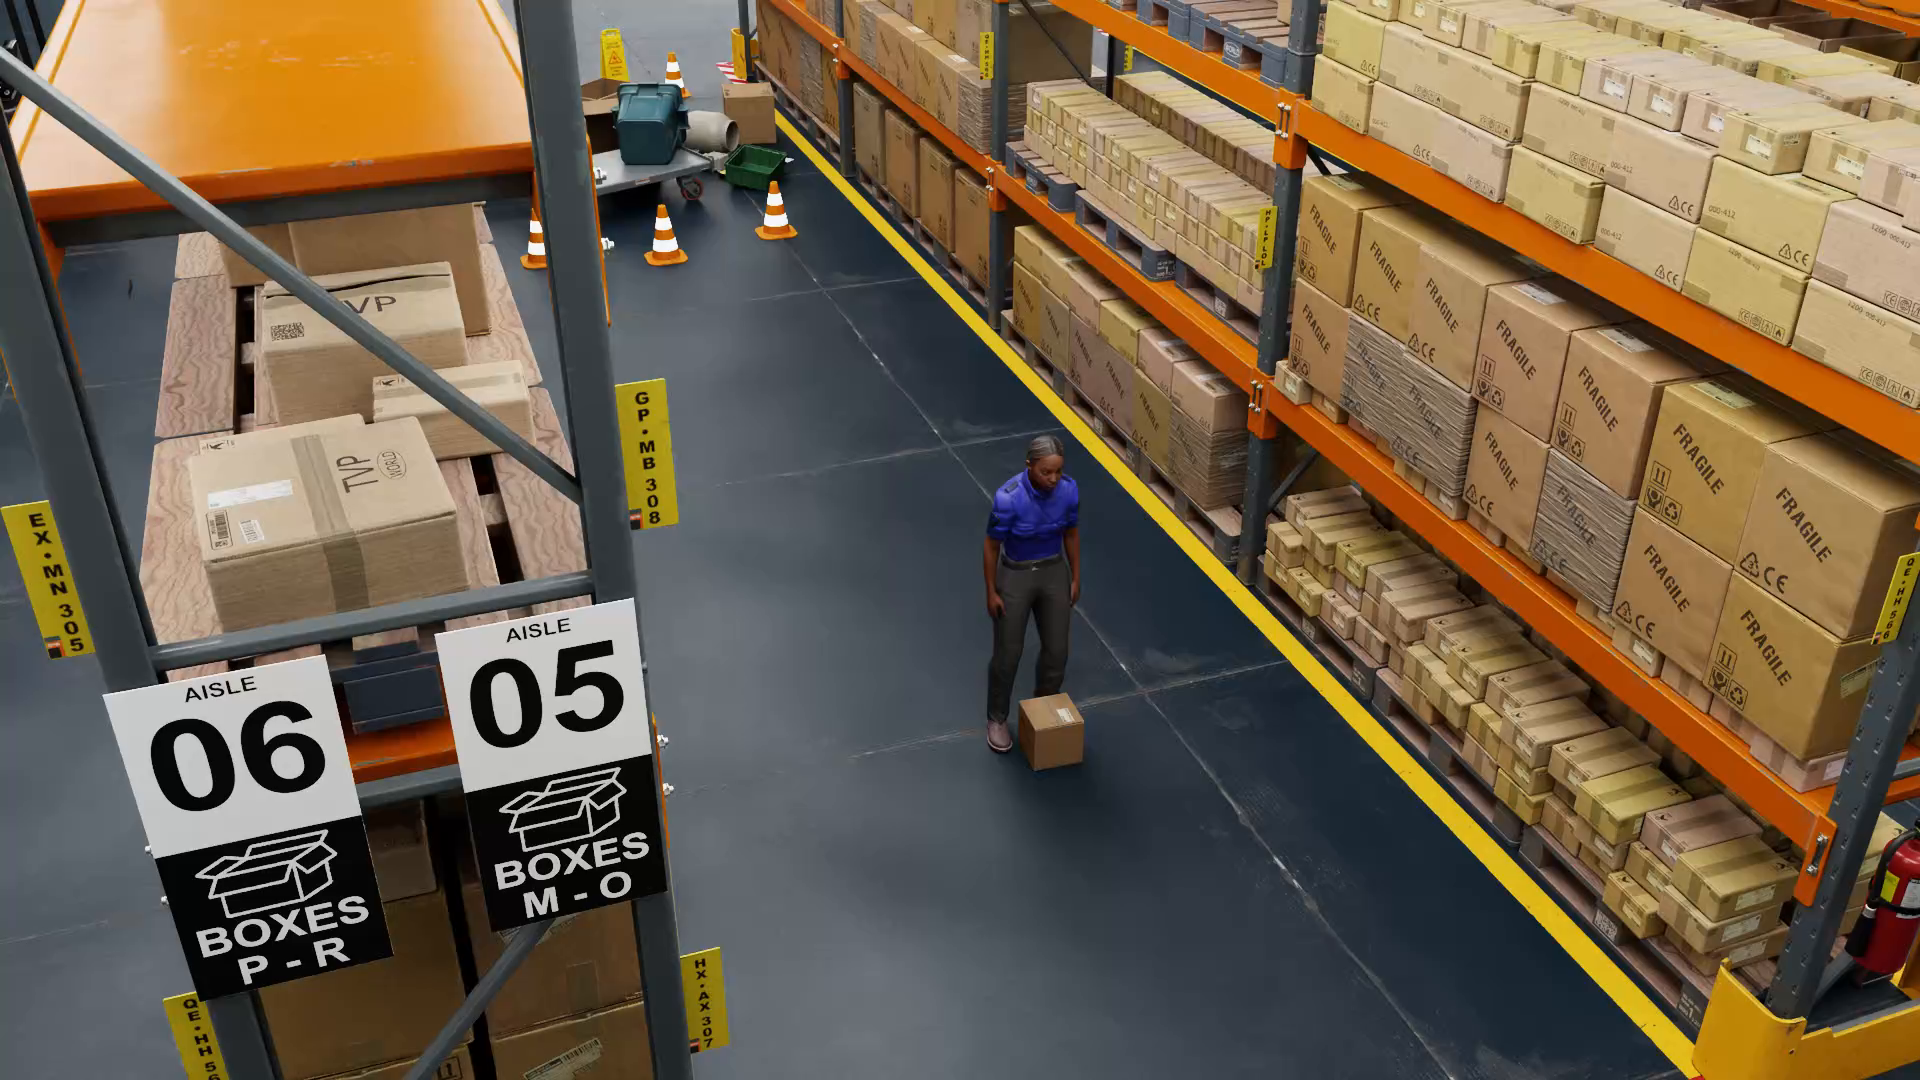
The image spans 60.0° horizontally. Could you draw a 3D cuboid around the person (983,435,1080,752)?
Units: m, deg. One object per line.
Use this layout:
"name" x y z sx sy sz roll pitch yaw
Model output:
"person" 0.355 0.231 7.944 0.503 1.654 0.396 -11 32 -18
